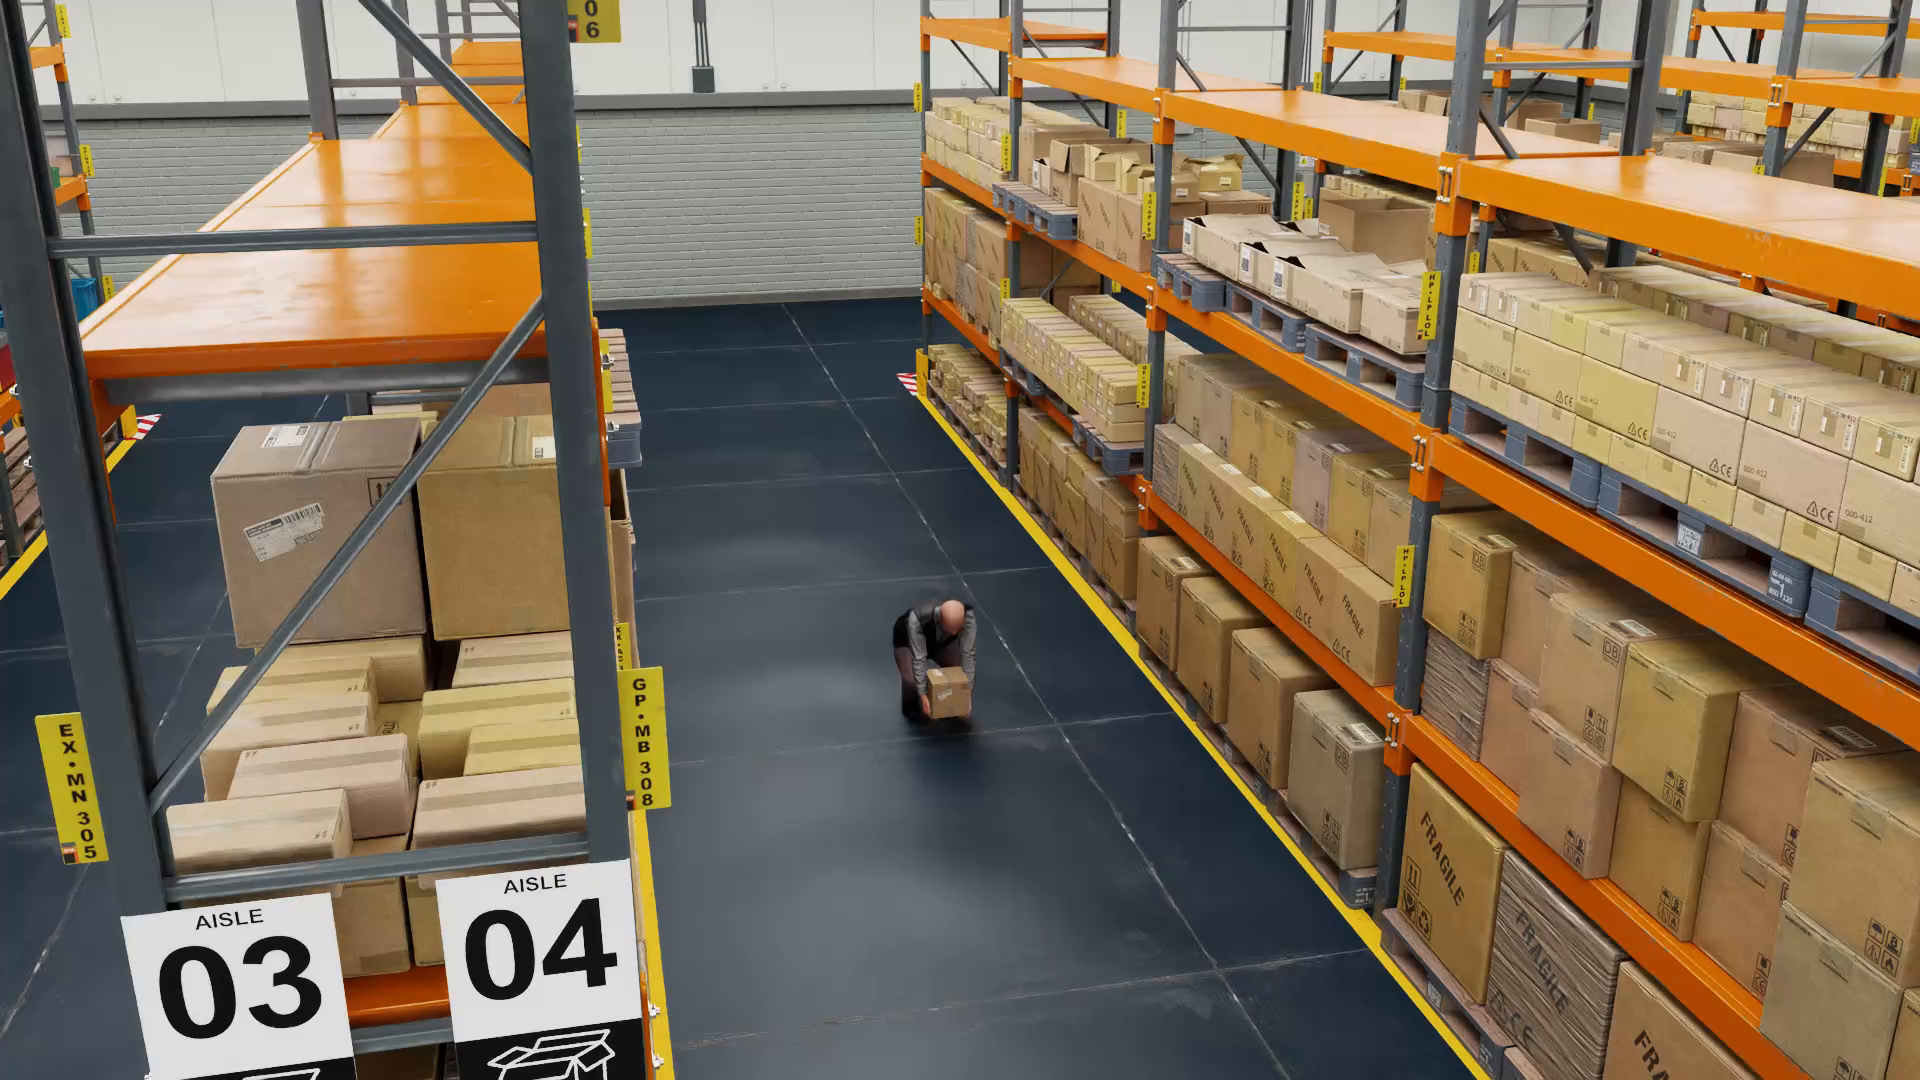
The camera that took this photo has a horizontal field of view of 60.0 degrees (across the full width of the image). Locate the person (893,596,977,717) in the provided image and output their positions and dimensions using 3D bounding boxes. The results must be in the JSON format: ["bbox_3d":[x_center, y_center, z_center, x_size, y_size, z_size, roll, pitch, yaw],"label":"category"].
[{"bbox_3d":[-0.165,0.767,11.397,0.519,0.972,0.876,-5,20,-14],"label":"person"}]
